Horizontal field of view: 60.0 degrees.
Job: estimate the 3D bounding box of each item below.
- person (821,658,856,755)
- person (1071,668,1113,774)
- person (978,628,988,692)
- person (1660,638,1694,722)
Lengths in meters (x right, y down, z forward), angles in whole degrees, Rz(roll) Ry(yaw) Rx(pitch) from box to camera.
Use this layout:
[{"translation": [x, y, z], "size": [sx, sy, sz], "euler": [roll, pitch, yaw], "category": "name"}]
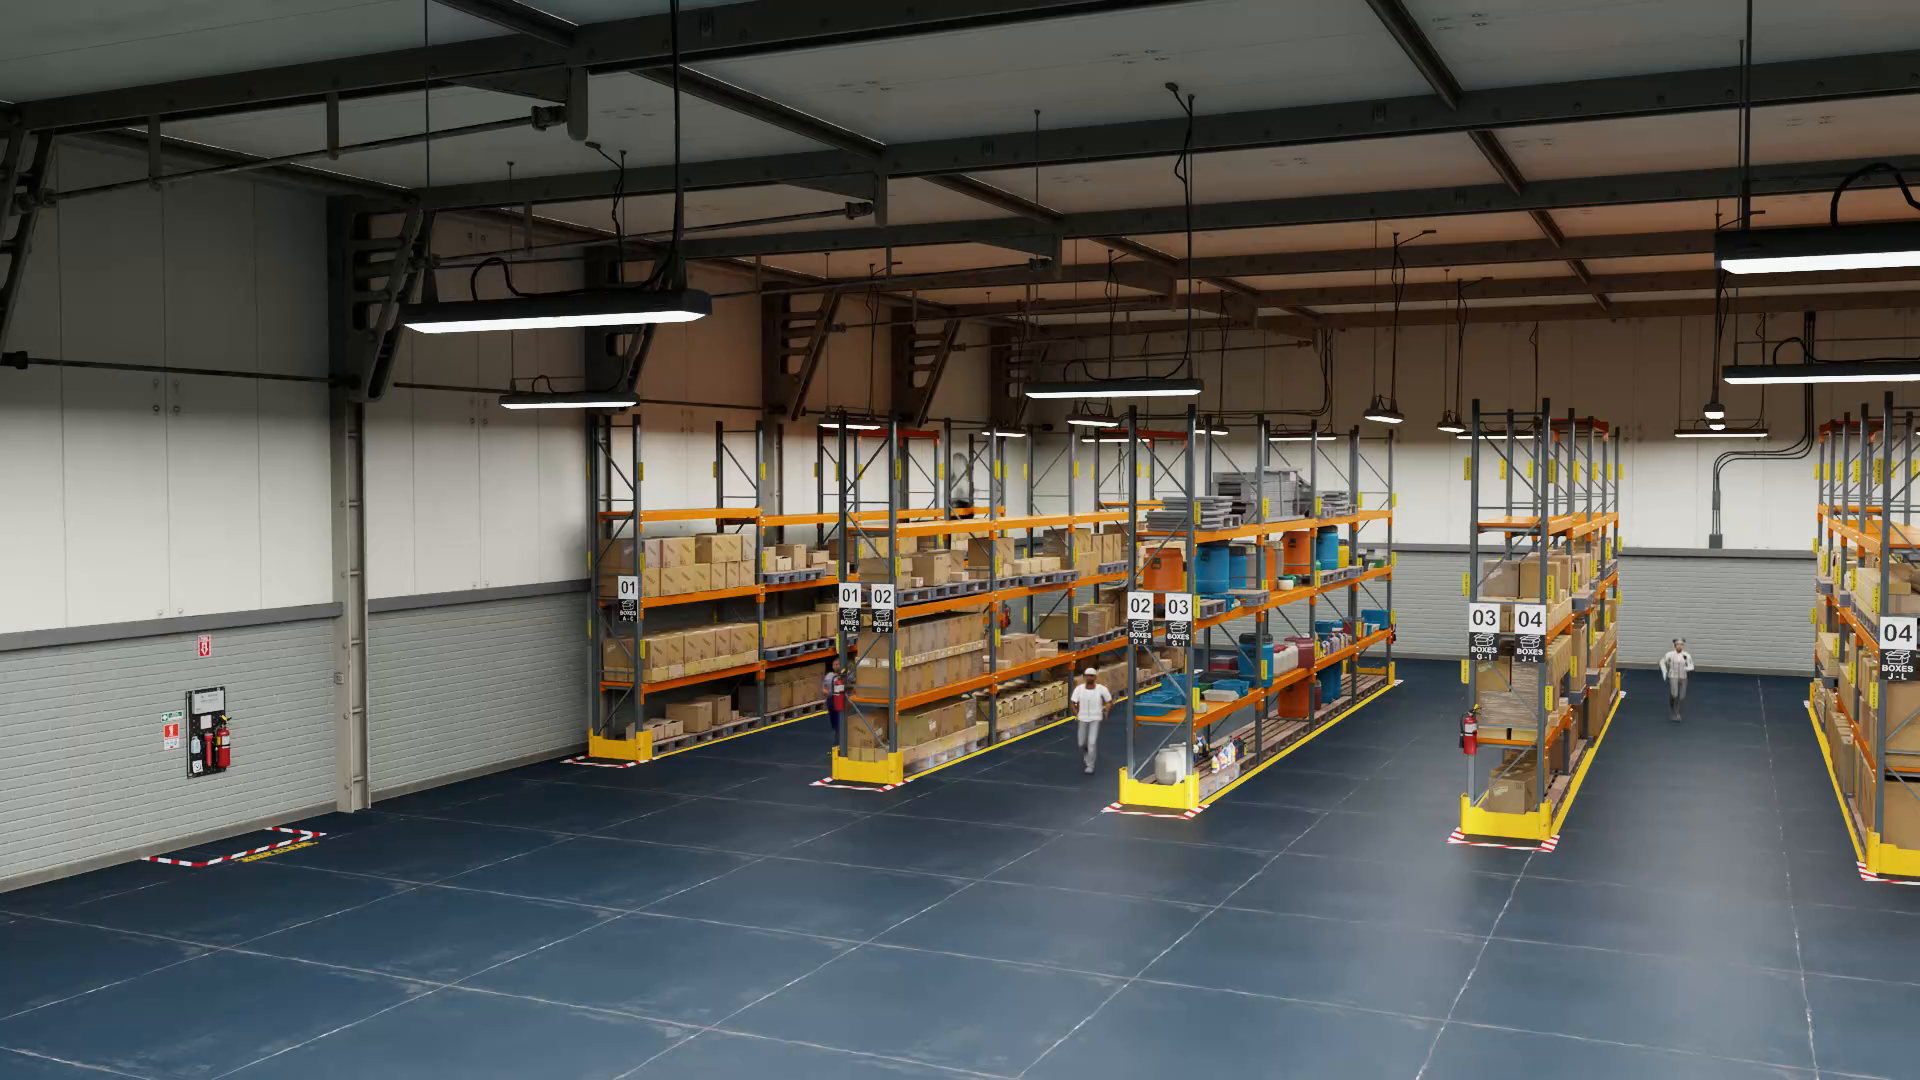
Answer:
[{"translation": [-2.174, 2.939, 29.647], "size": [0.598, 1.658, 0.935], "euler": [1, 2, 19], "category": "person"}, {"translation": [2.186, 2.997, 27.747], "size": [0.711, 1.730, 0.780], "euler": [1, 2, 16], "category": "person"}, {"translation": [0.459, 2.711, 35.325], "size": [0.553, 1.742, 0.681], "euler": [1, 3, 26], "category": "person"}, {"translation": [14.339, 2.790, 33.213], "size": [0.582, 1.690, 0.658], "euler": [1, 2, 12], "category": "person"}]
